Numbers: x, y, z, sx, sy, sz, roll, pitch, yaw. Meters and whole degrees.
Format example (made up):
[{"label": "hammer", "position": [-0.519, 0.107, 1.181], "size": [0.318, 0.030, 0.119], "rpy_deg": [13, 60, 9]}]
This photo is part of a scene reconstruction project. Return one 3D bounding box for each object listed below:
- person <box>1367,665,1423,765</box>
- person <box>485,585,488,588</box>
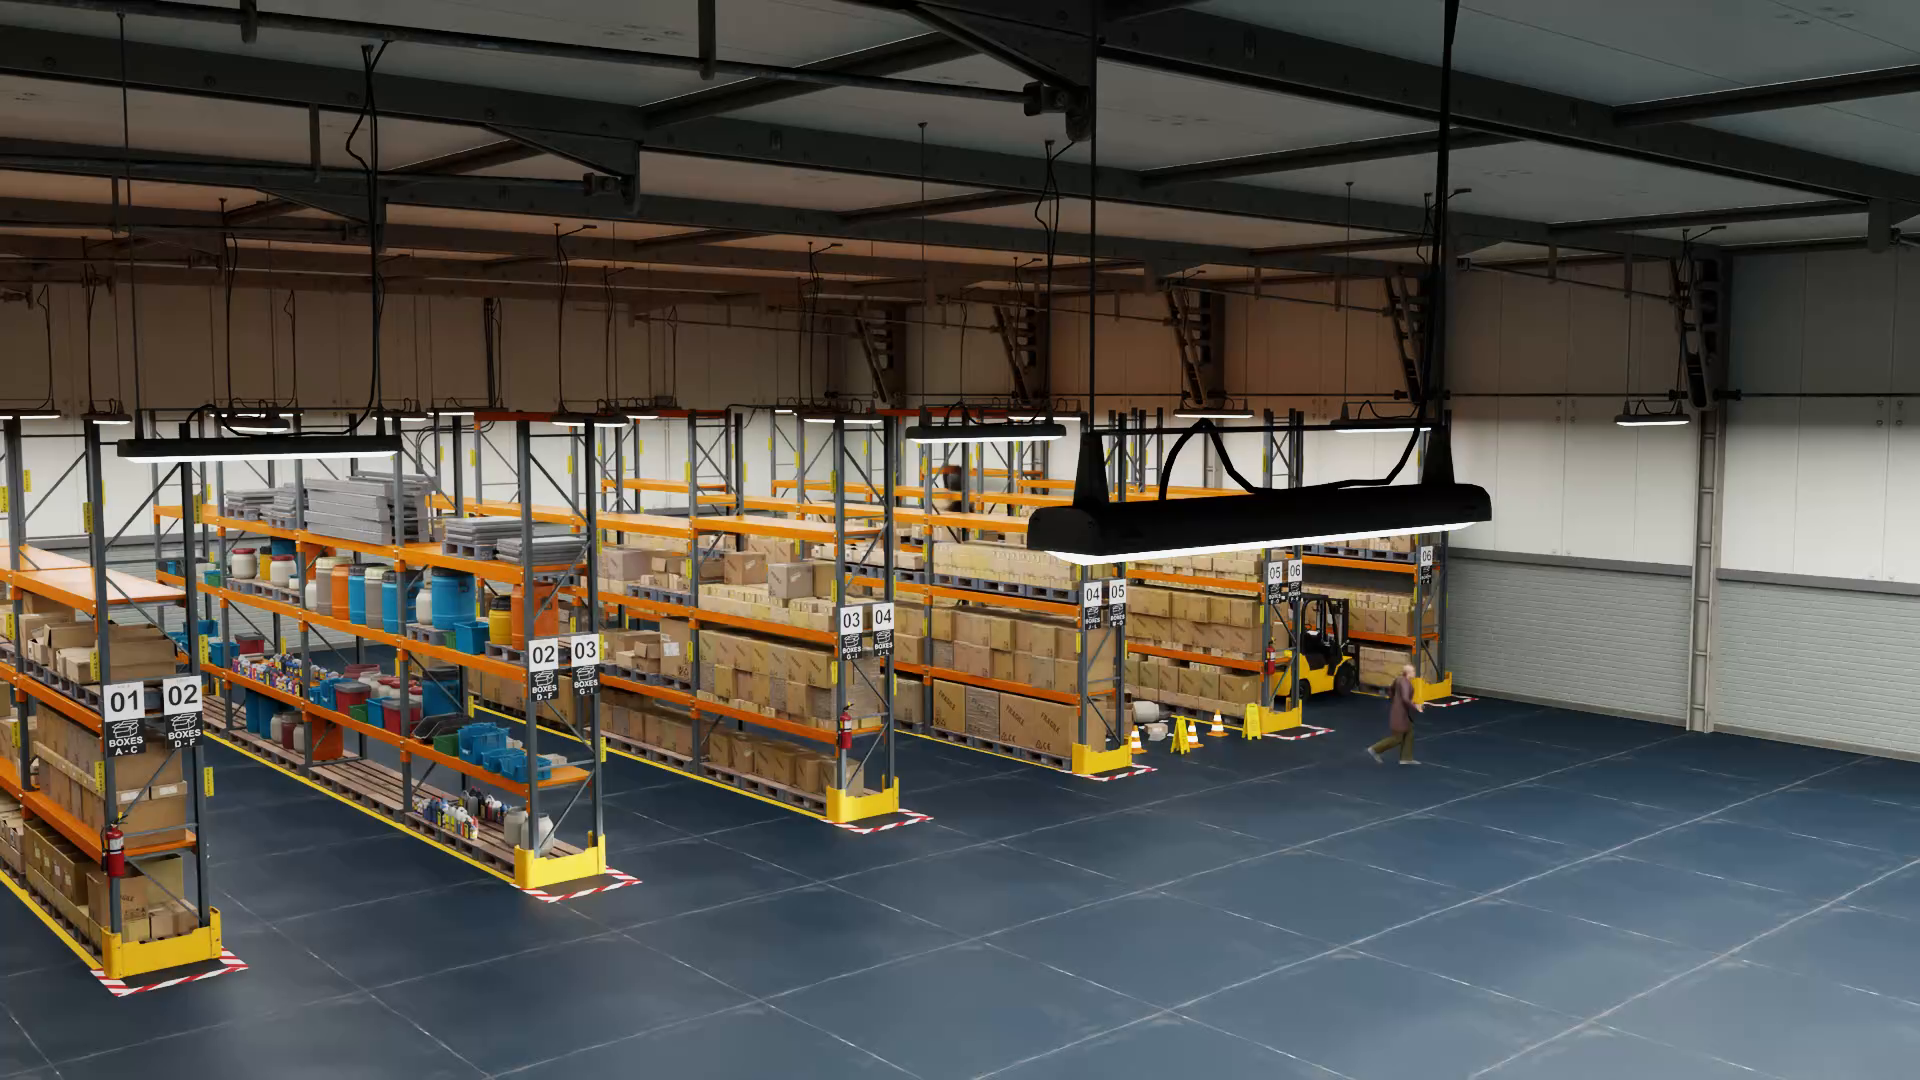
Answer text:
[{"label": "person", "position": [7.401, 2.986, 28.281], "size": [0.925, 1.741, 0.707], "rpy_deg": [0, 5, 5]}, {"label": "person", "position": [-11.435, 1.966, 39.957], "size": [0.892, 1.777, 0.675], "rpy_deg": [4, 6, 38]}]
